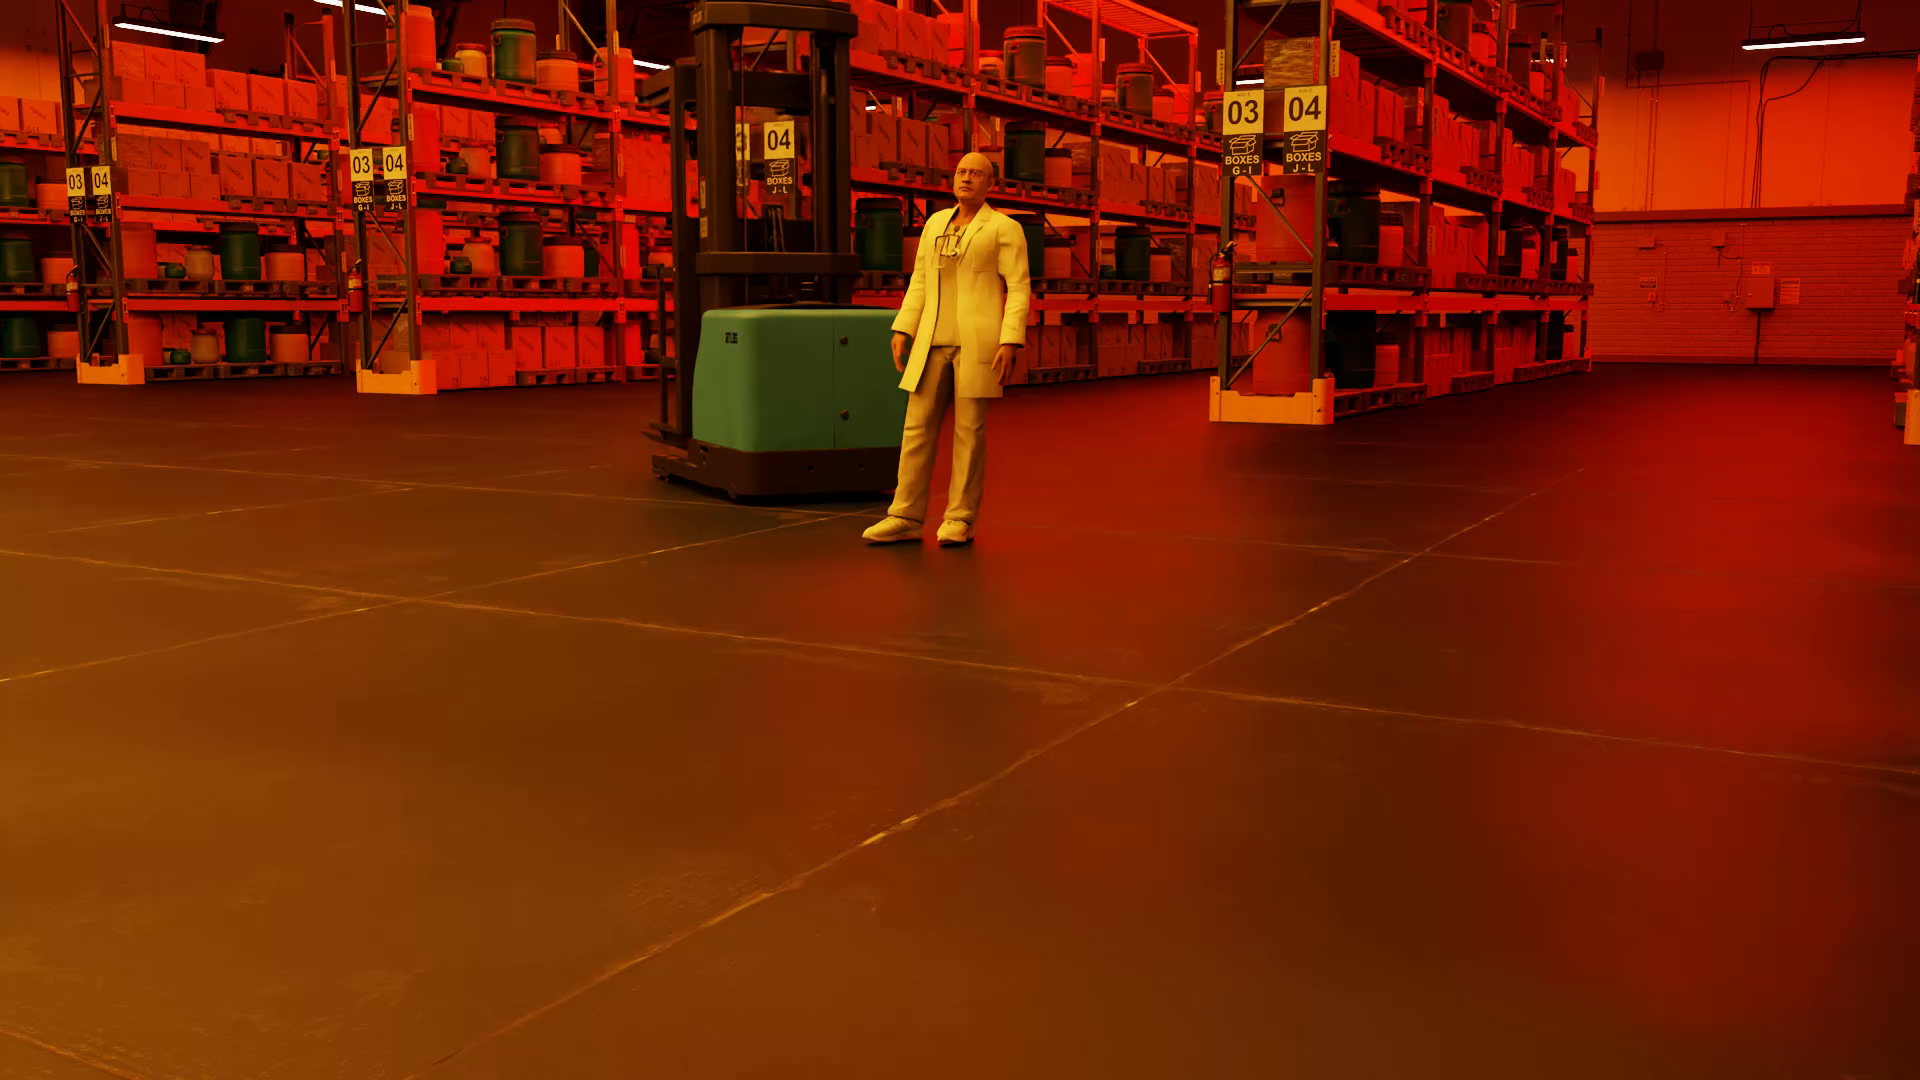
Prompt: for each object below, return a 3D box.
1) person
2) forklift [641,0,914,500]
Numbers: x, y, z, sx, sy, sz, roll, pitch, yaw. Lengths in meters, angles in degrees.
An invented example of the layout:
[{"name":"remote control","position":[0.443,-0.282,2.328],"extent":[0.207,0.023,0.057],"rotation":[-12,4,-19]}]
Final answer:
[{"name":"person","position":[-0.048,-0.877,7.616],"extent":[0.694,1.775,0.581],"rotation":[4,9,29]},{"name":"forklift","position":[-1.319,-1.834,10.383],"extent":[1.130,2.935,3.031],"rotation":[-4,9,-24]}]
